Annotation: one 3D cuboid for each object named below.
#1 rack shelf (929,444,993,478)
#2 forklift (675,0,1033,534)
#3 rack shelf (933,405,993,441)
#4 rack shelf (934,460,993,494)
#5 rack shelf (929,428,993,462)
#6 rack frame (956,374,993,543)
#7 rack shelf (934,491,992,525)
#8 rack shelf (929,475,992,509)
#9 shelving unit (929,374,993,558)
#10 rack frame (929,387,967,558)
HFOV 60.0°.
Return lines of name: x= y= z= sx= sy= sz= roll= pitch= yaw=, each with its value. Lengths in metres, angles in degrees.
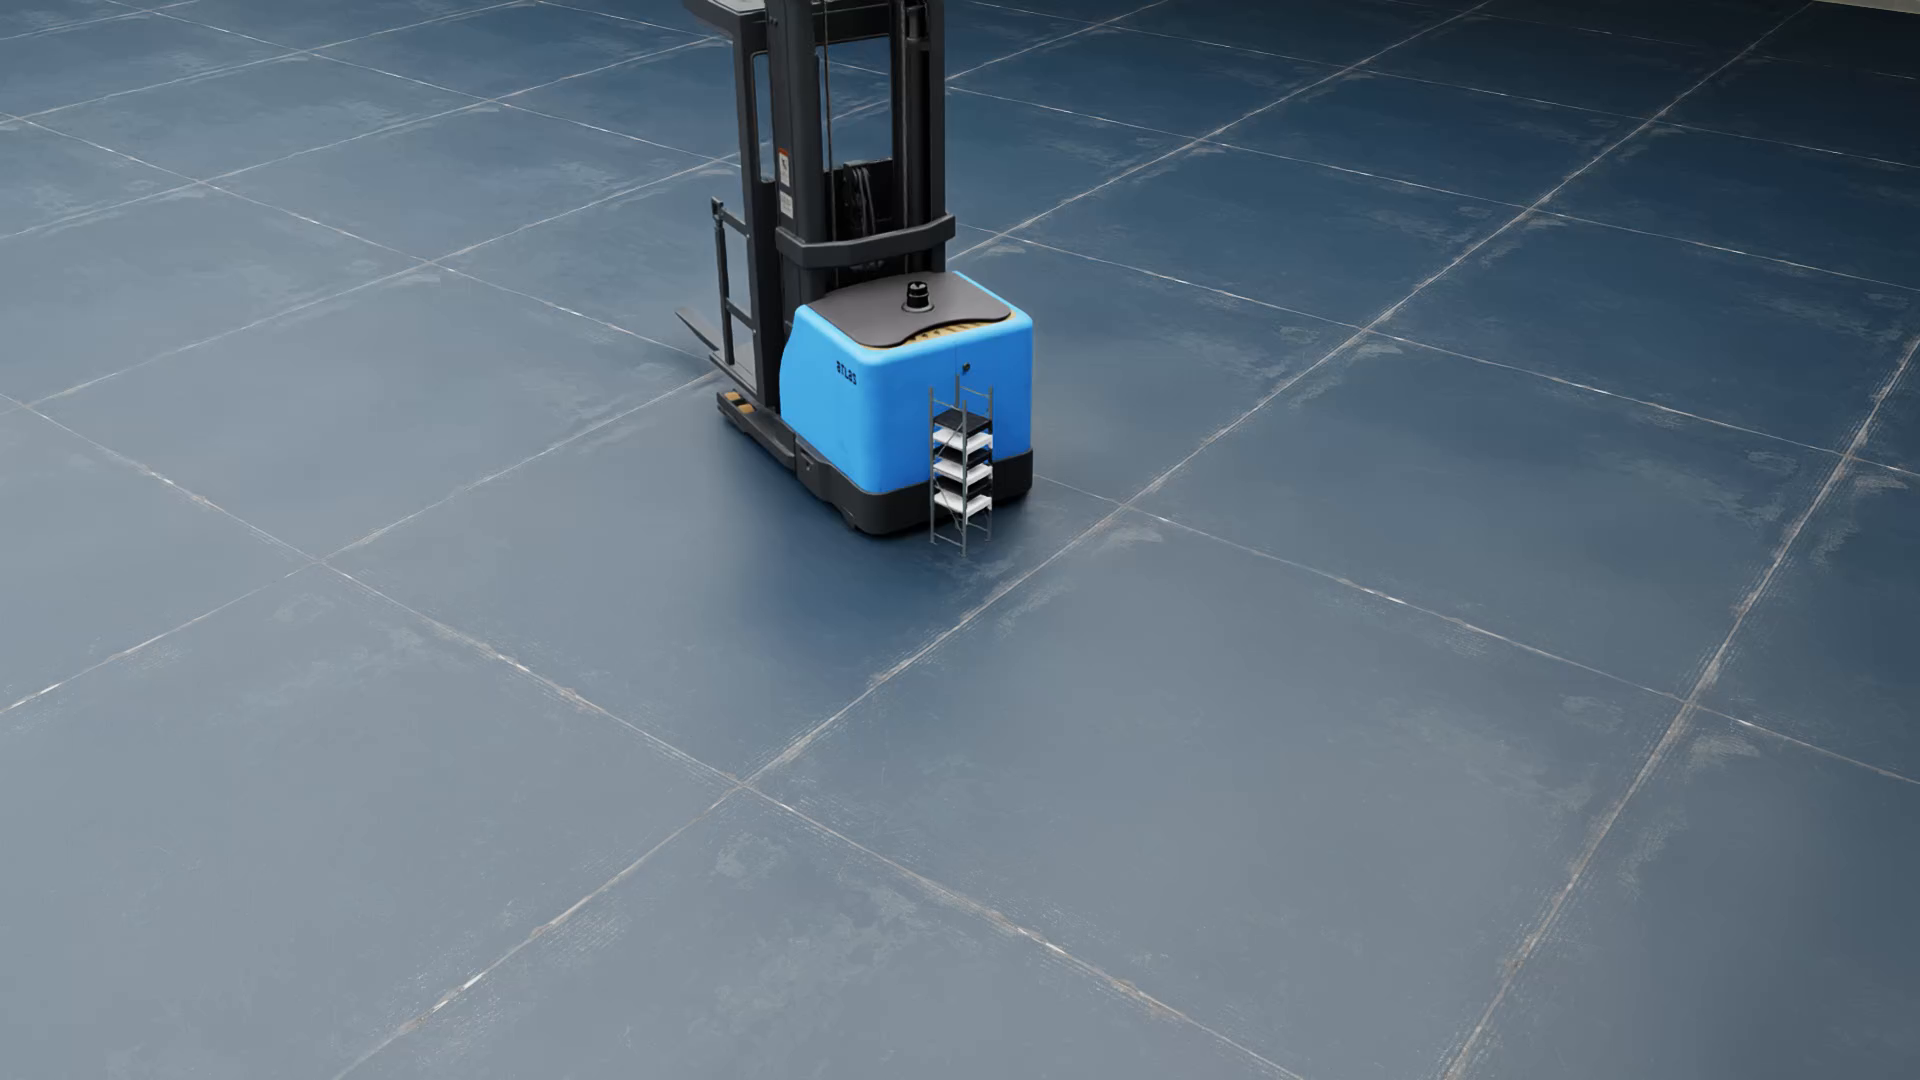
rack shelf: x=0.005 y=-0.423 z=8.469 sx=0.258 sy=0.077 sz=0.200 roll=23 pitch=38 yaw=34
forklift: x=-0.795 y=-2.006 z=9.261 sx=1.130 sy=2.935 sz=3.031 roll=-17 pitch=35 yaw=-26
rack shelf: x=0.005 y=-0.577 z=8.378 sx=0.258 sy=0.077 sz=0.200 roll=23 pitch=38 yaw=34
rack shelf: x=0.005 y=-0.345 z=8.515 sx=0.258 sy=0.077 sz=0.200 roll=23 pitch=38 yaw=34
rack shelf: x=0.005 y=-0.500 z=8.423 sx=0.258 sy=0.077 sz=0.200 roll=23 pitch=38 yaw=34
rack frame: x=0.071 y=-0.413 z=8.565 sx=0.240 sy=0.900 sz=0.006 roll=23 pitch=38 yaw=34
rack shelf: x=0.005 y=-0.190 z=8.607 sx=0.258 sy=0.077 sz=0.200 roll=23 pitch=38 yaw=34
rack shelf: x=0.005 y=-0.268 z=8.561 sx=0.258 sy=0.077 sz=0.200 roll=23 pitch=38 yaw=34
shelving unit: x=0.005 y=-0.374 z=8.498 sx=0.258 sy=0.900 sz=0.210 roll=23 pitch=38 yaw=34
rack frame: x=-0.060 y=-0.334 z=8.431 sx=0.240 sy=0.900 sz=0.006 roll=23 pitch=38 yaw=34
